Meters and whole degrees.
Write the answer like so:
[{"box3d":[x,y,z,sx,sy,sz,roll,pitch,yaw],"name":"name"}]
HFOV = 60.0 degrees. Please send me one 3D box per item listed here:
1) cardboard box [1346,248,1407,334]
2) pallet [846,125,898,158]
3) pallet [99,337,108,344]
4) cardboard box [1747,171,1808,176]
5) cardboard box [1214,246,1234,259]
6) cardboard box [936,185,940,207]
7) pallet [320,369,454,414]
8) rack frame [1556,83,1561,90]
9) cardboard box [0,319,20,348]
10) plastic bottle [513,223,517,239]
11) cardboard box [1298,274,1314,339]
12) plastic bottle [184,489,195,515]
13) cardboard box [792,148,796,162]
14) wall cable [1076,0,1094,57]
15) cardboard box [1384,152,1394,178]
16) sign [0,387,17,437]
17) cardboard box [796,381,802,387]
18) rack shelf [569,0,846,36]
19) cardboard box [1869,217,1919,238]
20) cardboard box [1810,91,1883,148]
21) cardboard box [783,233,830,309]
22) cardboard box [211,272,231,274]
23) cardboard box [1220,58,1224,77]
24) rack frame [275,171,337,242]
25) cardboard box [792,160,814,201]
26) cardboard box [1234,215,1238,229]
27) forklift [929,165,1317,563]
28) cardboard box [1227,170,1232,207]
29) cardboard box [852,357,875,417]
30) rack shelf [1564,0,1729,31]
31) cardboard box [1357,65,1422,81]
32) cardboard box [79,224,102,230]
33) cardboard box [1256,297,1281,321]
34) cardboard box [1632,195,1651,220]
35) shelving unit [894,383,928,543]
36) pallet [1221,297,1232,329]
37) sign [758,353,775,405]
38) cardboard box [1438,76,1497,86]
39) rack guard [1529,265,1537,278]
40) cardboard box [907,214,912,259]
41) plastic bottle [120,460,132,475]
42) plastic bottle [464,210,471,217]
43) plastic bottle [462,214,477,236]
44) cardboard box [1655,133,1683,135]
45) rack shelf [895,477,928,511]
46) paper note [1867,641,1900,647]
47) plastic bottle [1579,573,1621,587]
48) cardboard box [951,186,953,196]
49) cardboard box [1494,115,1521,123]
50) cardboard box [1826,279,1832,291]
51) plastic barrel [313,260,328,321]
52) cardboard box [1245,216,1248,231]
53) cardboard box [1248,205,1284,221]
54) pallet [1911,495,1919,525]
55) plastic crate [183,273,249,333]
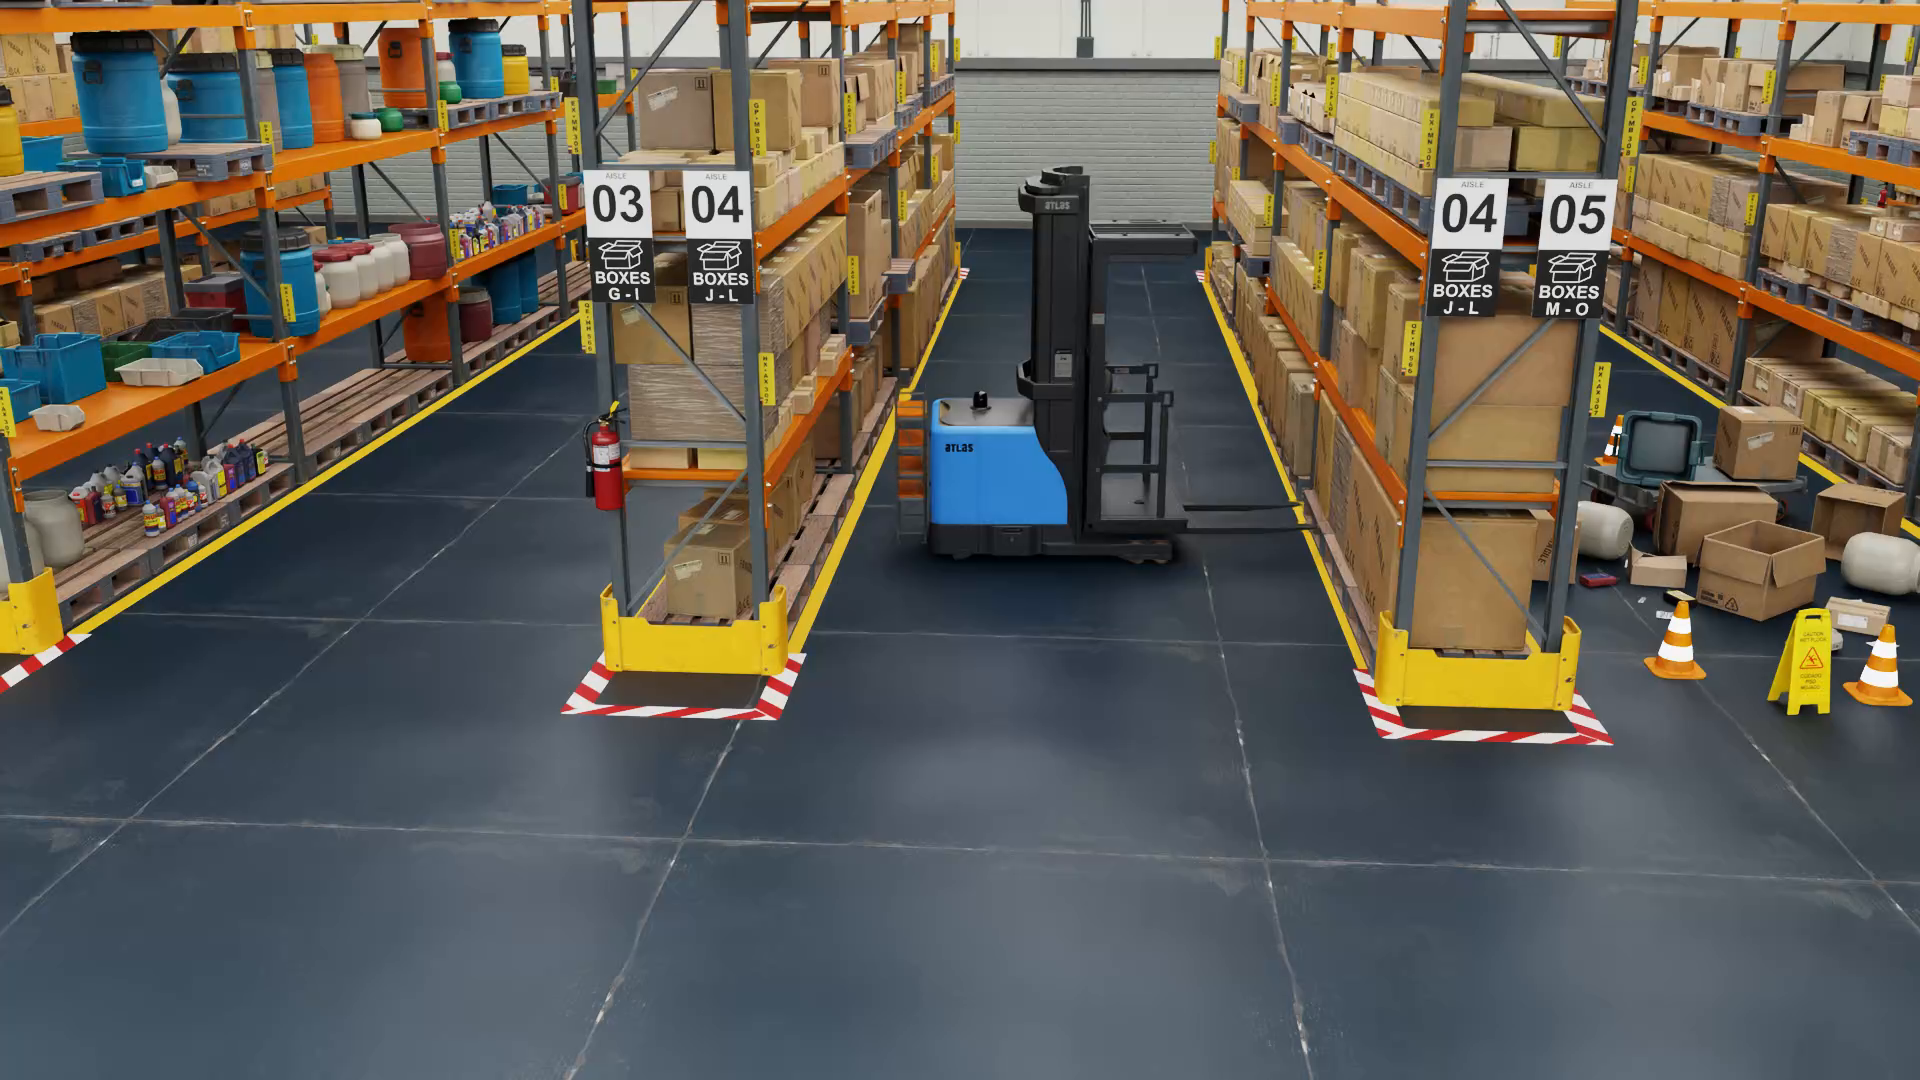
[{"box3d":[3.333,-1.824,12.196,0.875,0.550,0.550,1,18,4],"name":"cardboard box"},{"box3d":[-1.225,-3.681,15.324,1.213,0.211,1.003,1,18,4],"name":"pallet"},{"box3d":[-10.949,-2.204,19.810,1.003,0.211,1.213,1,18,4],"name":"pallet"},{"box3d":[9.082,-3.839,18.557,0.500,0.500,0.500,2,18,5],"name":"cardboard box"},{"box3d":[3.932,-4.227,24.454,0.380,0.149,0.250,1,18,4],"name":"cardboard box"},{"box3d":[-0.538,-4.682,22.659,0.500,0.250,0.500,1,18,4],"name":"cardboard box"},{"box3d":[-6.194,-1.621,18.032,1.003,0.211,1.213,1,18,4],"name":"pallet"},{"box3d":[9.298,-5.339,24.900,1.000,3.000,0.127,1,18,4],"name":"rack frame"},{"box3d":[-10.832,-2.289,18.433,0.500,0.311,0.500,2,18,5],"name":"cardboard box"},{"box3d":[-5.572,-3.856,20.693,0.097,0.201,0.097,0,18,0],"name":"plastic bottle"},{"box3d":[3.300,-2.064,14.743,0.500,0.500,0.500,1,18,3],"name":"cardboard box"},{"box3d":[-6.194,-0.305,13.325,0.097,0.201,0.097,0,18,0],"name":"plastic bottle"},{"box3d":[-1.378,-2.778,11.868,0.380,0.149,0.250,1,18,2],"name":"cardboard box"},{"box3d":[3.257,-11.619,29.264,2.277,5.999,0.120,1,18,4],"name":"wall cable"},{"box3d":[2.965,-2.429,10.770,0.380,0.149,0.250,1,18,3],"name":"cardboard box"},{"box3d":[-6.125,-0.819,10.662,0.100,0.325,0.005,1,18,4],"name":"sign"},{"box3d":[-1.385,-1.099,12.364,0.380,0.149,0.250,1,18,4],"name":"cardboard box"},{"box3d":[-1.590,-3.720,11.483,1.077,0.370,4.000,1,18,4],"name":"rack shelf"},{"box3d":[8.278,-2.757,14.666,0.380,0.149,0.250,1,18,2],"name":"cardboard box"},{"box3d":[8.647,-4.033,15.937,0.700,0.500,0.500,1,18,4],"name":"cardboard box"},{"box3d":[-1.276,-2.041,12.590,0.500,0.500,0.500,1,18,4],"name":"cardboard box"},{"box3d":[-10.508,-3.597,23.195,0.500,0.311,0.500,1,18,4],"name":"cardboard box"},{"box3d":[4.062,-6.876,24.212,0.500,0.250,0.500,2,18,5],"name":"cardboard box"},{"box3d":[-10.467,-5.783,26.253,1.000,3.000,0.127,1,18,4],"name":"rack frame"},{"box3d":[-1.338,-2.565,11.857,0.500,0.250,0.500,2,18,6],"name":"cardboard box"},{"box3d":[3.507,-3.823,20.002,0.380,0.149,0.250,0,18,1],"name":"cardboard box"},{"box3d":[1.275,-1.378,12.923,3.031,2.935,1.130,0,18,0],"name":"forklift"},{"box3d":[3.858,-4.682,22.258,0.500,0.500,0.500,1,18,2],"name":"cardboard box"},{"box3d":[-1.249,-1.539,16.612,0.700,0.500,0.500,3,18,9],"name":"cardboard box"},{"box3d":[9.155,-7.037,22.244,1.077,0.370,4.000,1,18,4],"name":"rack shelf"},{"box3d":[3.935,-4.107,15.328,0.500,0.500,0.500,1,18,4],"name":"cardboard box"},{"box3d":[-10.852,-4.023,20.048,0.700,0.500,0.500,5,19,14],"name":"cardboard box"},{"box3d":[3.568,-2.520,18.432,0.500,0.250,0.500,1,18,3],"name":"cardboard box"},{"box3d":[8.699,-4.133,20.656,0.500,0.250,0.500,1,18,2],"name":"cardboard box"},{"box3d":[-0.389,-0.622,13.395,0.258,1.200,0.503,0,18,0],"name":"shelving unit"},{"box3d":[4.080,-3.060,22.423,1.003,0.211,1.213,1,18,4],"name":"pallet"},{"box3d":[-1.192,-0.990,10.238,0.100,0.325,0.005,1,18,4],"name":"sign"},{"box3d":[3.748,-3.346,12.288,0.380,0.149,0.250,1,18,4],"name":"cardboard box"},{"box3d":[9.300,-4.159,25.312,1.175,0.500,0.348,1,18,4],"name":"rack guard"},{"box3d":[-0.819,-3.428,18.908,0.500,0.500,0.500,1,18,2],"name":"cardboard box"},{"box3d":[-6.926,-0.512,13.823,0.061,0.283,0.133,2,18,6],"name":"plastic bottle"},{"box3d":[-6.288,-4.083,21.273,0.097,0.271,0.097,0,18,0],"name":"plastic bottle"},{"box3d":[-6.141,-3.943,20.839,0.152,0.276,0.135,1,18,4],"name":"plastic bottle"},{"box3d":[9.350,-5.256,21.838,0.380,0.149,0.250,1,18,4],"name":"cardboard box"},{"box3d":[-0.388,-0.370,13.478,0.258,0.148,0.480,0,18,0],"name":"rack shelf"},{"box3d":[6.233,0.703,11.228,0.148,0.019,0.142,-5,19,-15],"name":"paper note"},{"box3d":[4.784,0.296,12.421,0.283,0.061,0.133,-5,19,-15],"name":"plastic bottle"},{"box3d":[-0.300,-5.242,25.007,0.380,0.149,0.250,1,18,4],"name":"cardboard box"},{"box3d":[3.532,-2.493,10.326,0.500,0.250,0.500,1,18,3],"name":"cardboard box"},{"box3d":[8.435,-2.417,15.710,0.380,0.149,0.250,2,18,6],"name":"cardboard box"},{"box3d":[-6.099,-2.301,15.409,0.433,0.535,0.433,0,18,0],"name":"plastic barrel"},{"box3d":[3.413,-3.561,18.725,0.380,0.149,0.250,1,18,4],"name":"cardboard box"},{"box3d":[3.397,-3.618,18.421,0.380,0.149,0.250,2,18,6],"name":"cardboard box"},{"box3d":[8.425,-0.078,13.321,1.003,0.211,1.213,1,18,4],"name":"pallet"},{"box3d":[-6.657,-2.131,15.008,0.402,0.464,0.583,1,18,4],"name":"plastic crate"}]
